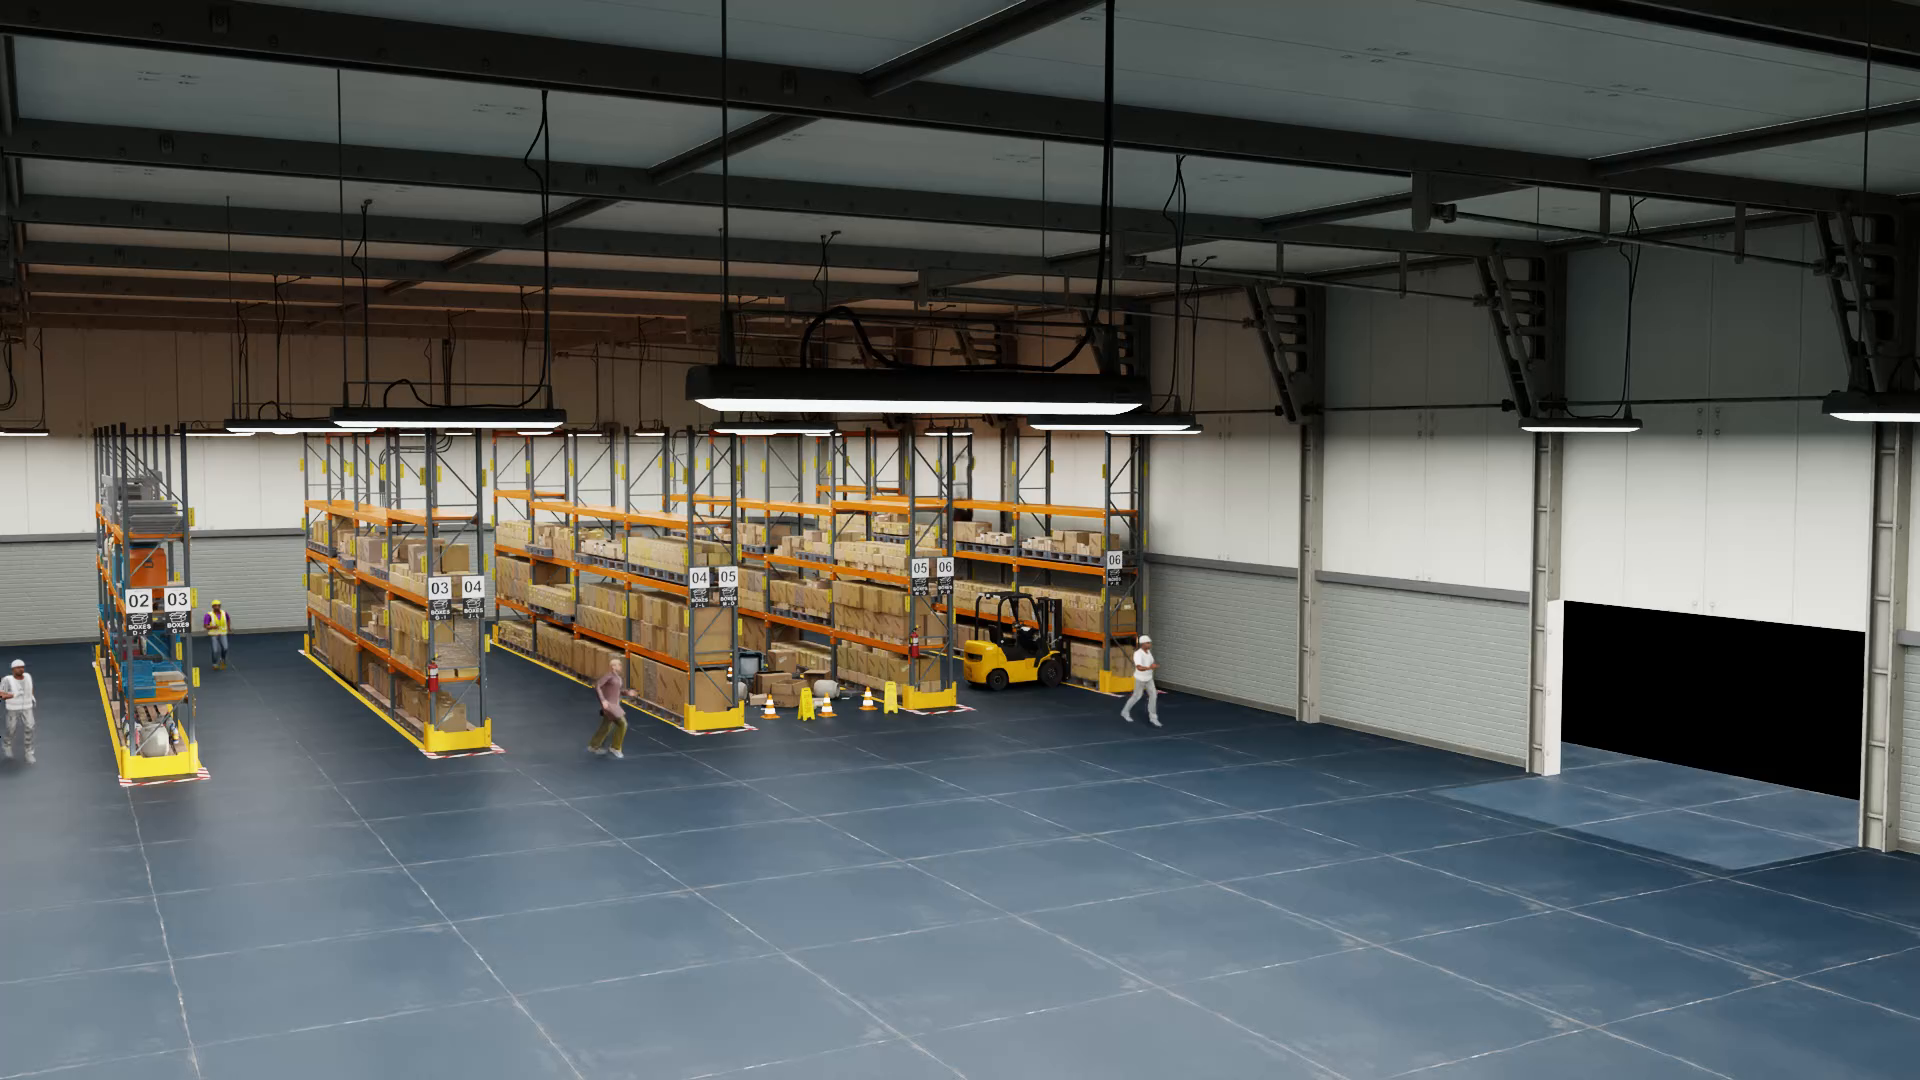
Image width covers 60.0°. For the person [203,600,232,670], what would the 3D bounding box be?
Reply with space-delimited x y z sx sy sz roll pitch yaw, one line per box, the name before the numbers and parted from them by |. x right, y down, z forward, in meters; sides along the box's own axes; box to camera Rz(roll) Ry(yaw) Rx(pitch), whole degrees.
person | -18.317 2.354 41.081 0.676 1.745 0.670 -3 4 -37

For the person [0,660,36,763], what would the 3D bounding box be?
person | -16.715 3.018 29.508 0.930 1.812 0.672 3 4 39

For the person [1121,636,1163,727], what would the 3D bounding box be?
person | 3.639 2.806 33.259 0.897 1.804 0.681 3 4 38

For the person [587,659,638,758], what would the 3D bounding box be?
person | -6.277 3.051 29.934 0.936 1.830 0.636 0 3 -1
